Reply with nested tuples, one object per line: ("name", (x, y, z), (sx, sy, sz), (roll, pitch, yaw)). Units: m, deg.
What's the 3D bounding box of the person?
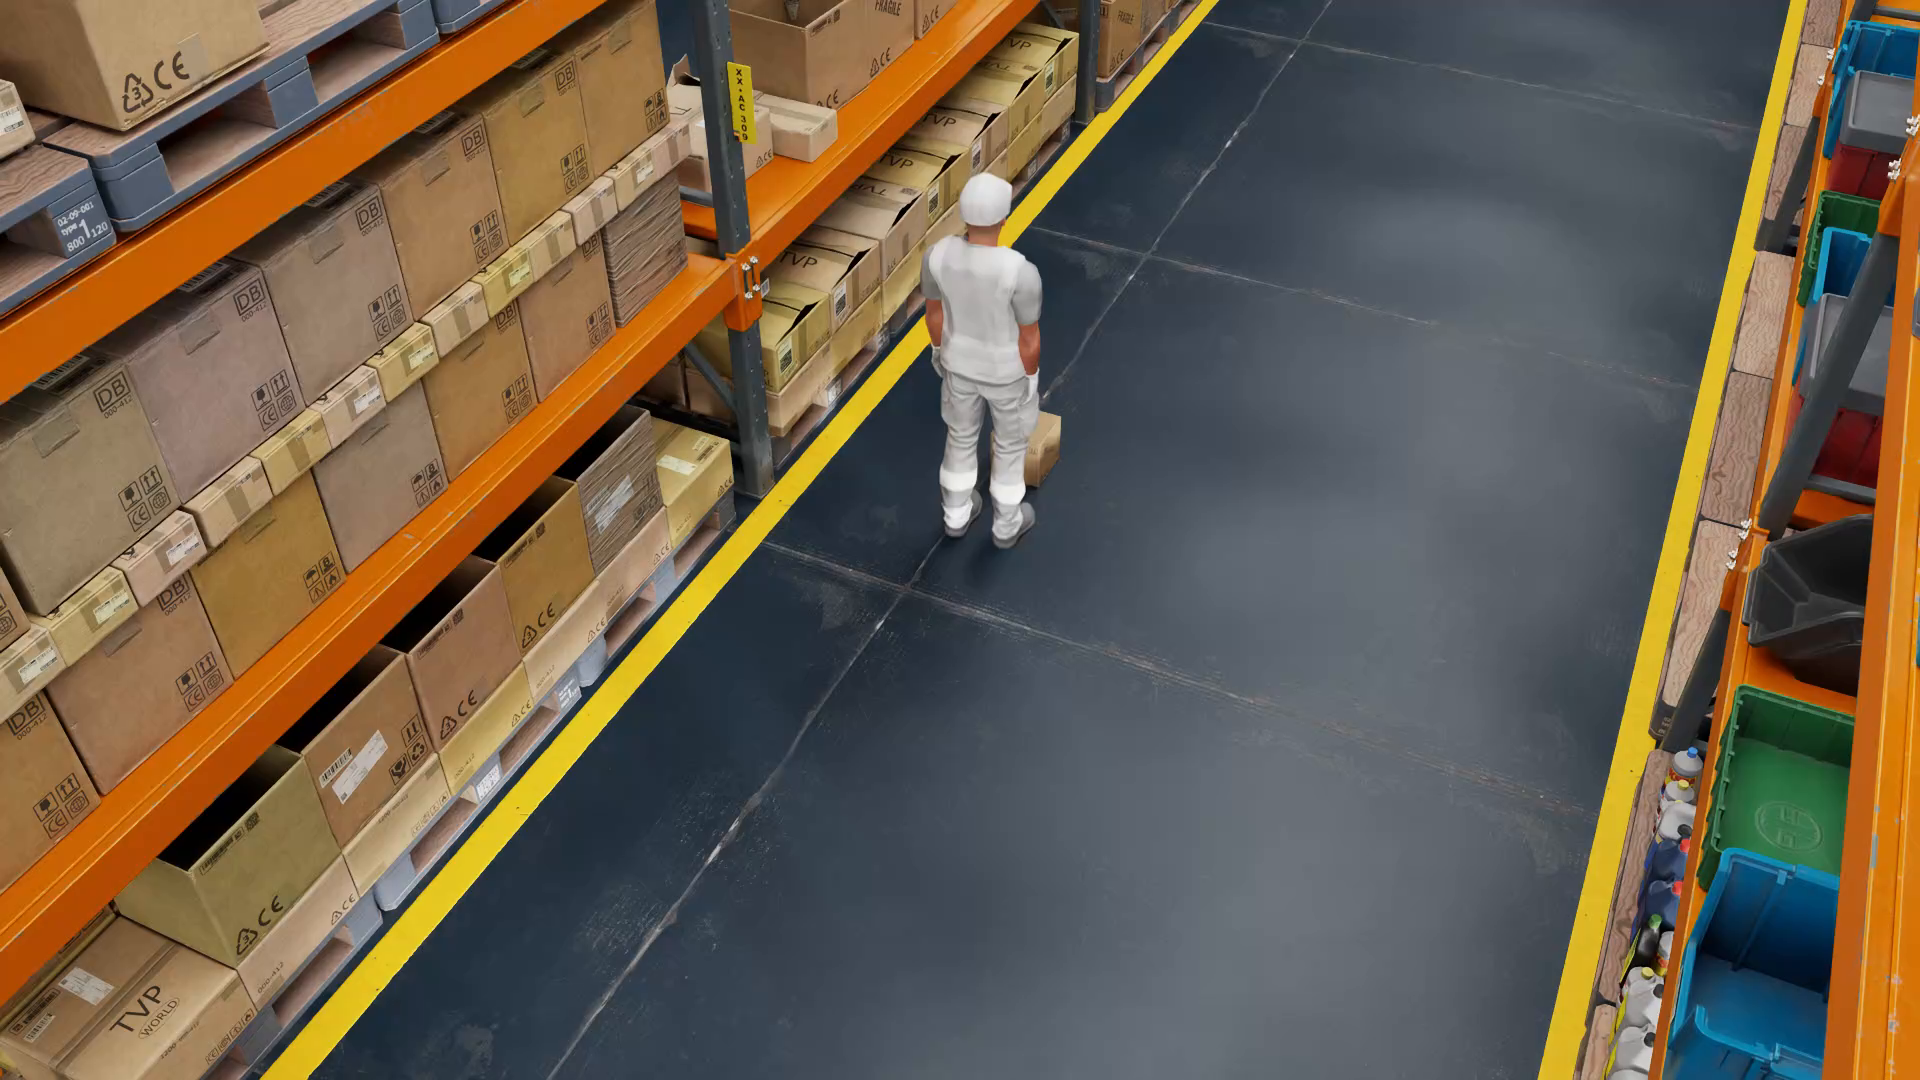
("person", (0.108, -0.739, 6.973), (0.524, 1.787, 0.353), (18, 45, 19))
